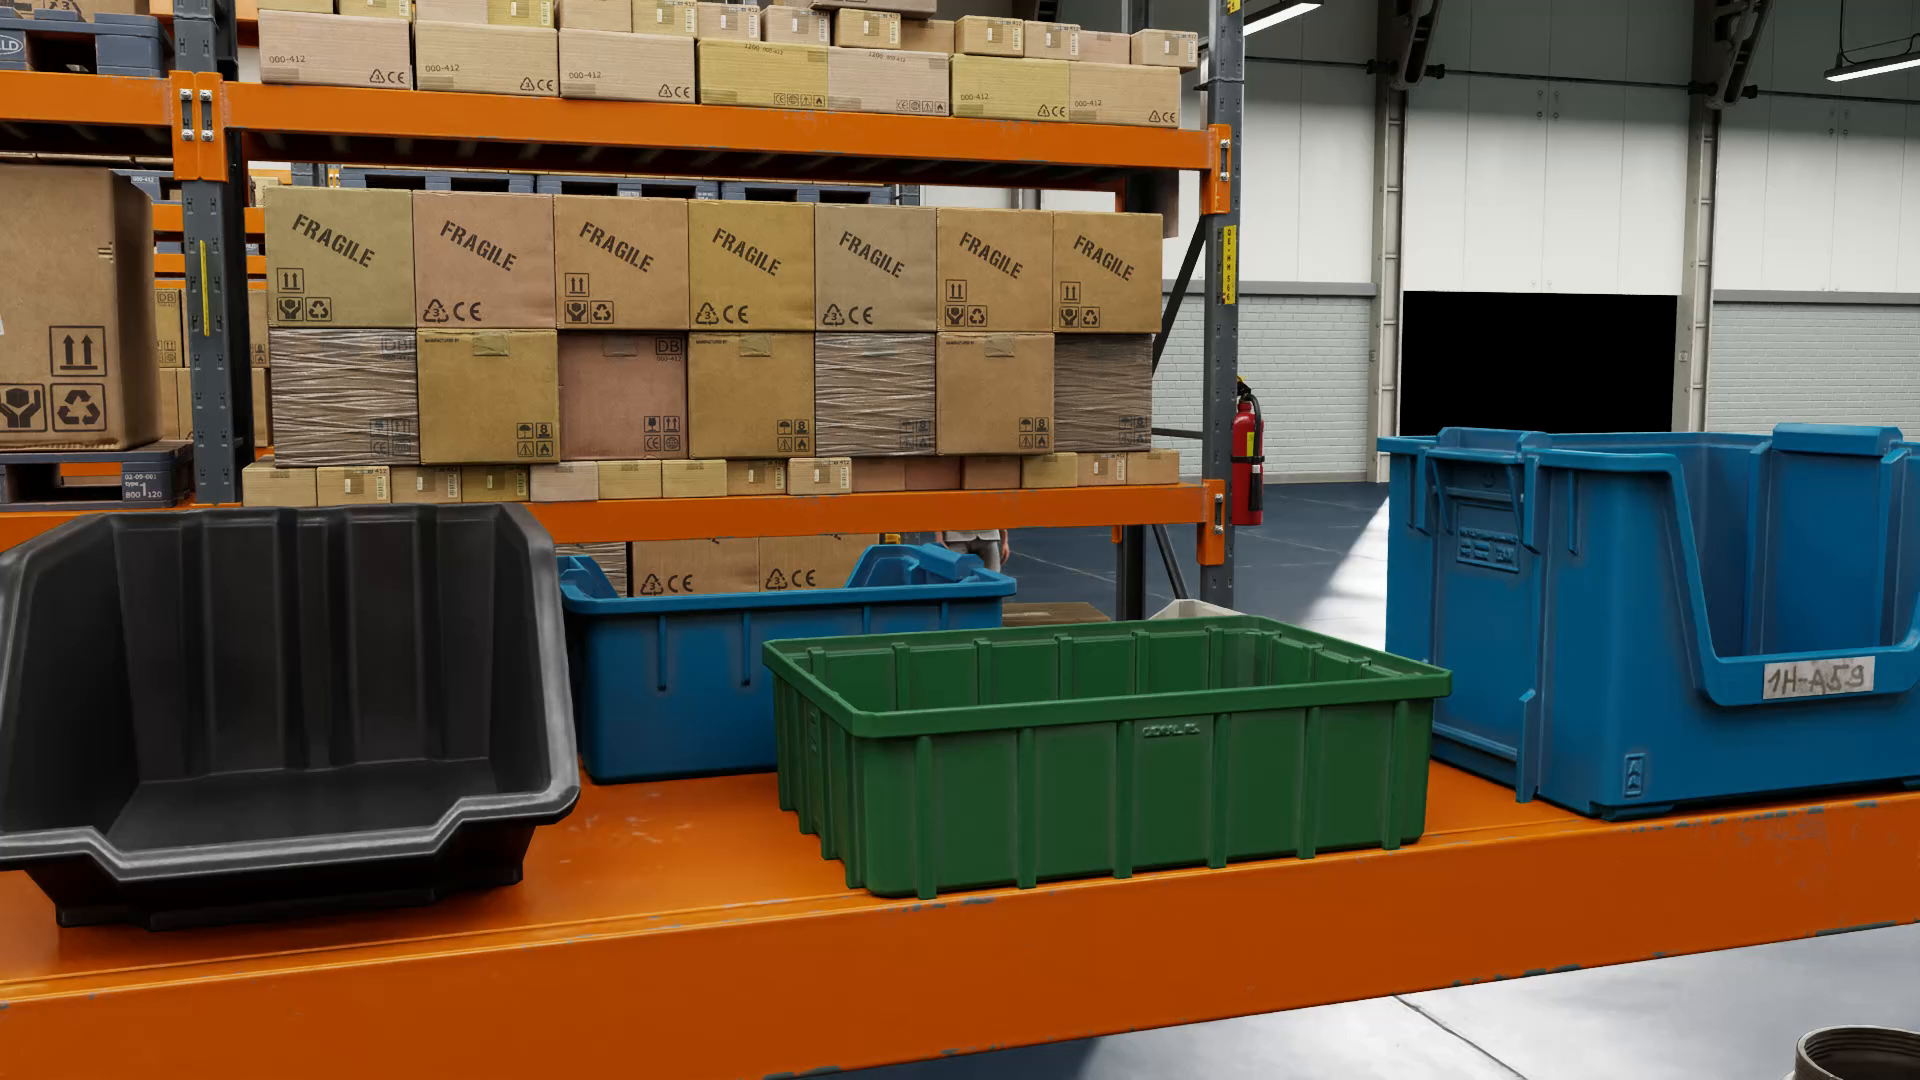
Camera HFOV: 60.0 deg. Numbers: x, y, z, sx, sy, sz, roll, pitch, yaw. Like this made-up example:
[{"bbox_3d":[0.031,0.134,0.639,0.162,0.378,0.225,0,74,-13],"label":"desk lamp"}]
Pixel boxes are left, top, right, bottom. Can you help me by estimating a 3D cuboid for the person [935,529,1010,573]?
[{"bbox_3d":[0.060,0.031,9.474,0.480,1.592,0.347,-2,6,-22],"label":"person"}]
